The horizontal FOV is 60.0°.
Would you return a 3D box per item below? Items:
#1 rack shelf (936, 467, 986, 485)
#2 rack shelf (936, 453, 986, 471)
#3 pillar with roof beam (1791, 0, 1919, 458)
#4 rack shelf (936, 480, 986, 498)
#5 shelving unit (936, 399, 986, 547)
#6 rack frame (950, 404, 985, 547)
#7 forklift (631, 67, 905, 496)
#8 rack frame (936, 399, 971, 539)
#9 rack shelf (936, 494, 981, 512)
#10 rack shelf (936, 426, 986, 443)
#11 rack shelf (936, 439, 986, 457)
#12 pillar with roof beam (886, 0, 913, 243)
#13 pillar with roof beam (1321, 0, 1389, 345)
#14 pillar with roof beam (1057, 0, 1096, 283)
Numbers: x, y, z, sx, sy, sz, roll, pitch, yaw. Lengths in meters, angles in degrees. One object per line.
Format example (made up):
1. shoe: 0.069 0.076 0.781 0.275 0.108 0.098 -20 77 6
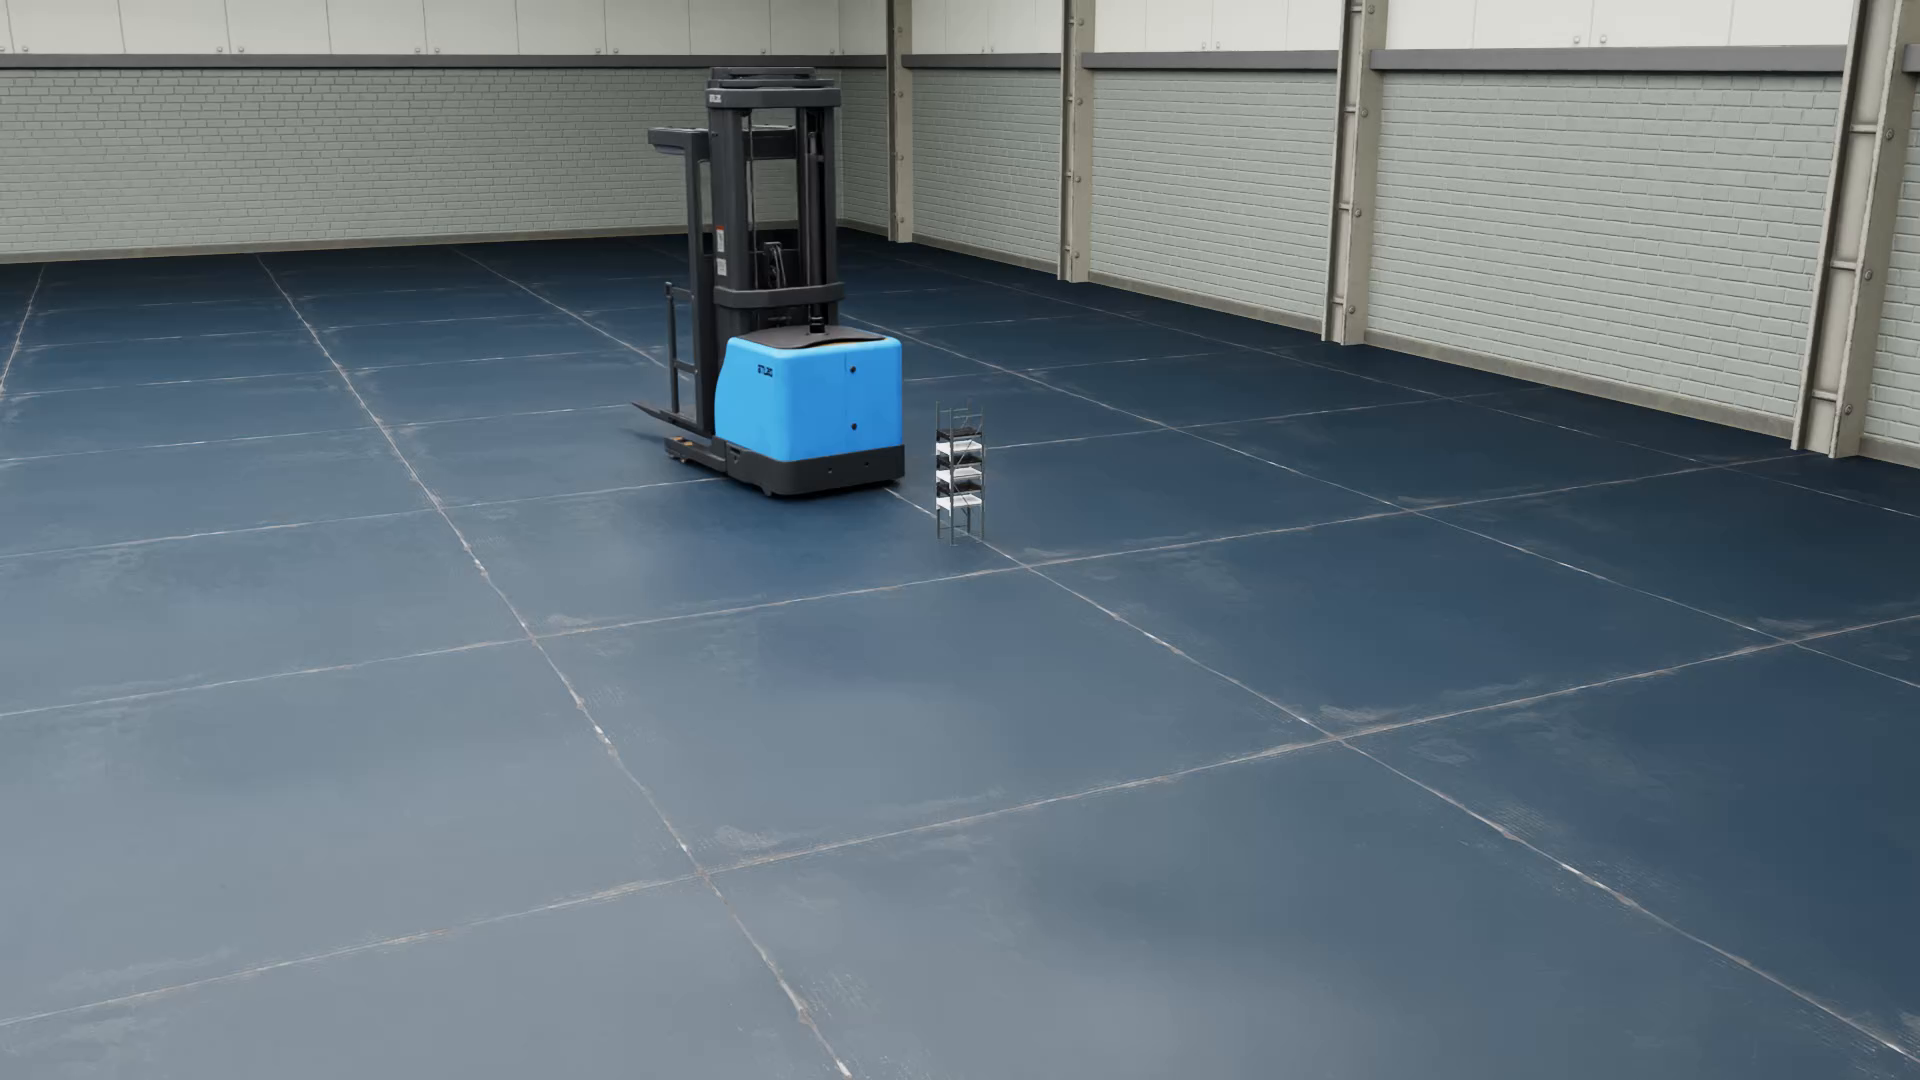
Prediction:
1. rack shelf: 0.004 -0.398 10.629 0.258 0.077 0.200 -8 18 -25
2. rack shelf: 0.004 -0.485 10.604 0.258 0.077 0.200 -8 18 -25
3. pillar with roof beam: 2.997 -4.508 10.147 9.100 9.000 0.400 -8 18 -25
4. rack shelf: 0.004 -0.312 10.654 0.258 0.077 0.200 -8 18 -25
5. shelving unit: 0.004 -0.431 10.620 0.258 0.900 0.210 -8 18 -25
6. rack frame: 0.048 -0.405 10.532 0.240 0.900 0.006 -8 18 -25
7. forklift: -1.644 -2.067 12.639 1.130 2.935 3.031 -11 19 -33
8. rack frame: -0.041 -0.456 10.707 0.240 0.900 0.006 -8 18 -25
9. rack shelf: 0.004 -0.225 10.678 0.258 0.077 0.200 -8 18 -25
10. rack shelf: 0.004 -0.658 10.554 0.258 0.077 0.200 -8 18 -25
11. rack shelf: 0.004 -0.572 10.579 0.258 0.077 0.200 -8 18 -25
12. pillar with roof beam: -4.888 -8.972 25.700 9.100 9.000 0.400 -8 18 -25
13. pillar with roof beam: 0.369 -5.996 15.332 9.100 9.000 0.400 -8 18 -25
14. pillar with roof beam: -2.260 -7.484 20.516 9.100 9.000 0.400 -8 18 -25
